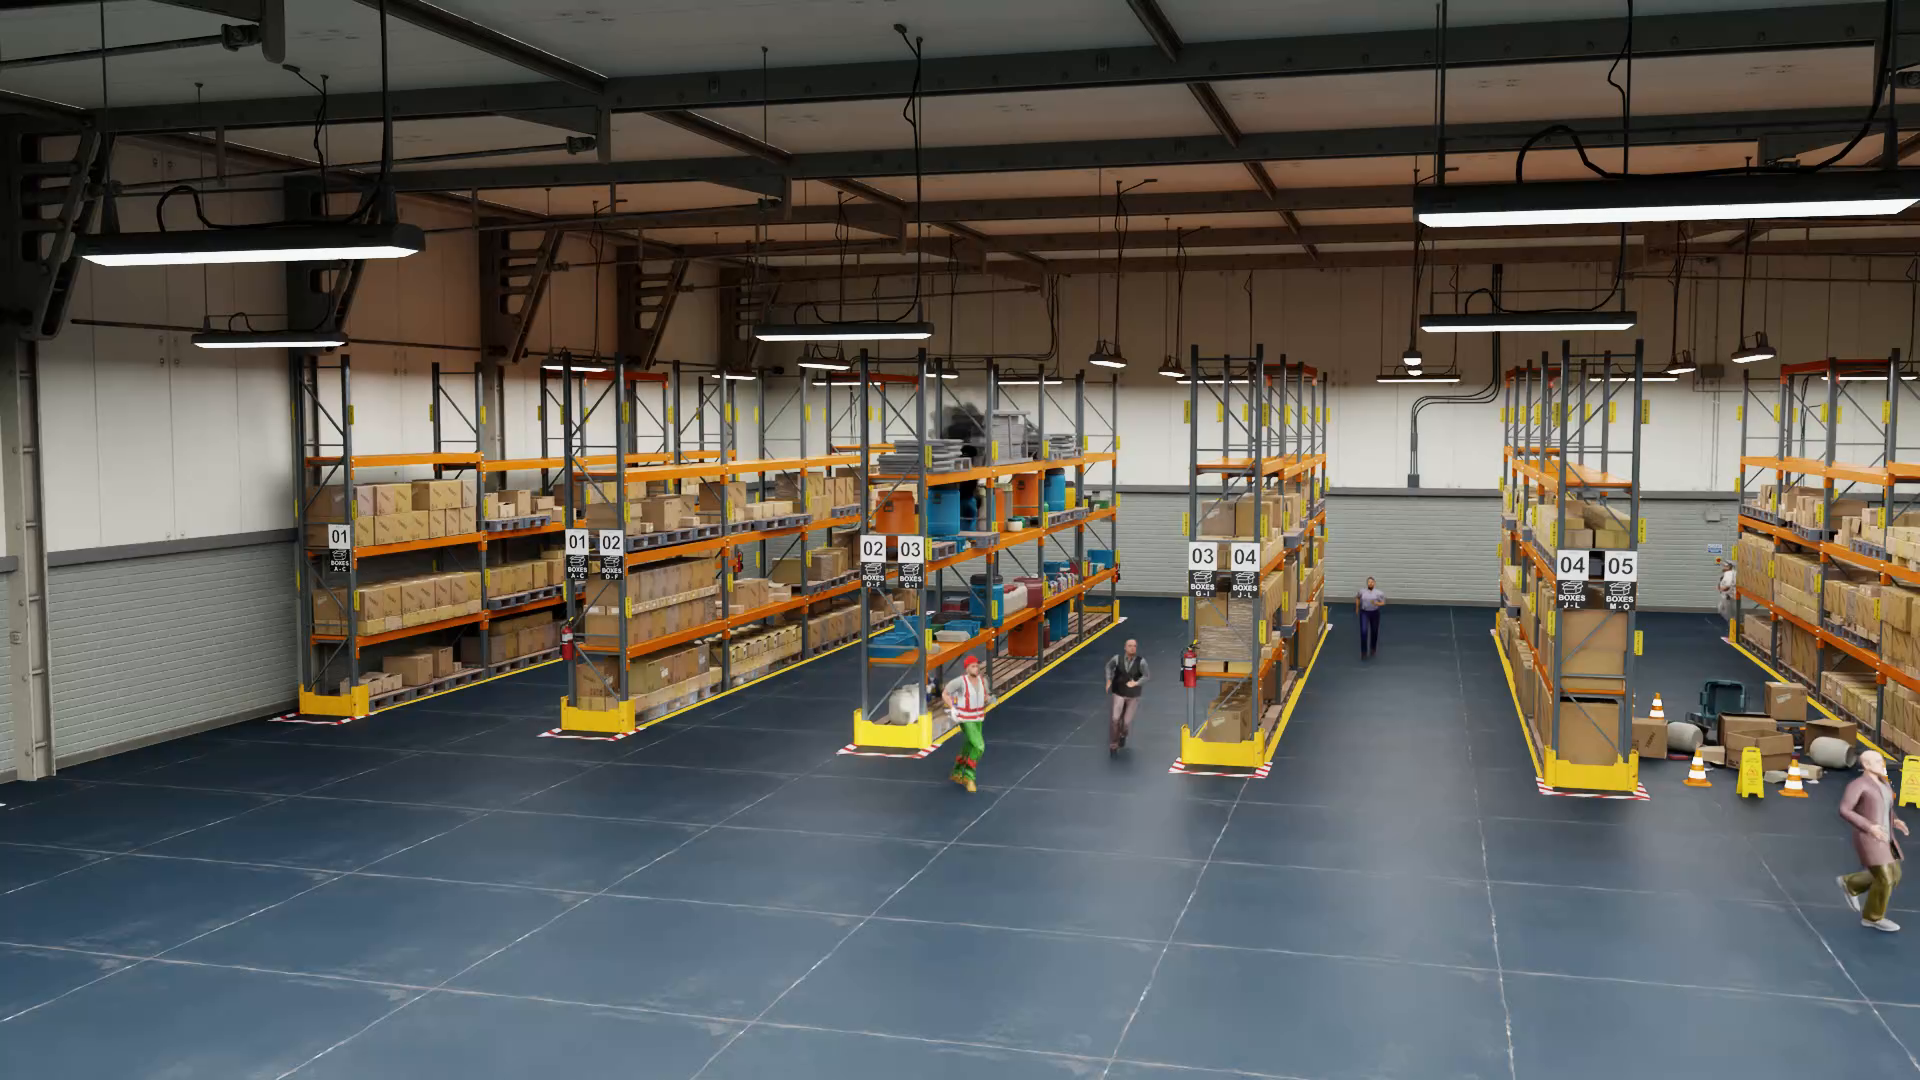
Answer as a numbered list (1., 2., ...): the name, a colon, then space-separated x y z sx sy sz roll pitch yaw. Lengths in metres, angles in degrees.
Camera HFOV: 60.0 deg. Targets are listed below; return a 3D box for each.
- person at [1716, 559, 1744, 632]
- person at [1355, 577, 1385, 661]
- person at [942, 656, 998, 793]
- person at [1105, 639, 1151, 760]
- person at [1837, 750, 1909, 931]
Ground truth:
1. person: 17.574 1.309 37.916 0.637 1.765 0.740 3 5 31
2. person: 8.451 1.603 34.289 0.589 1.690 0.828 1 4 12
3. person: 0.168 2.458 22.264 0.748 1.835 0.616 4 6 45
4. person: 2.472 2.323 24.542 0.678 1.739 0.899 0 4 6
5. person: 8.896 2.916 16.287 0.710 1.727 0.694 -2 5 -30
